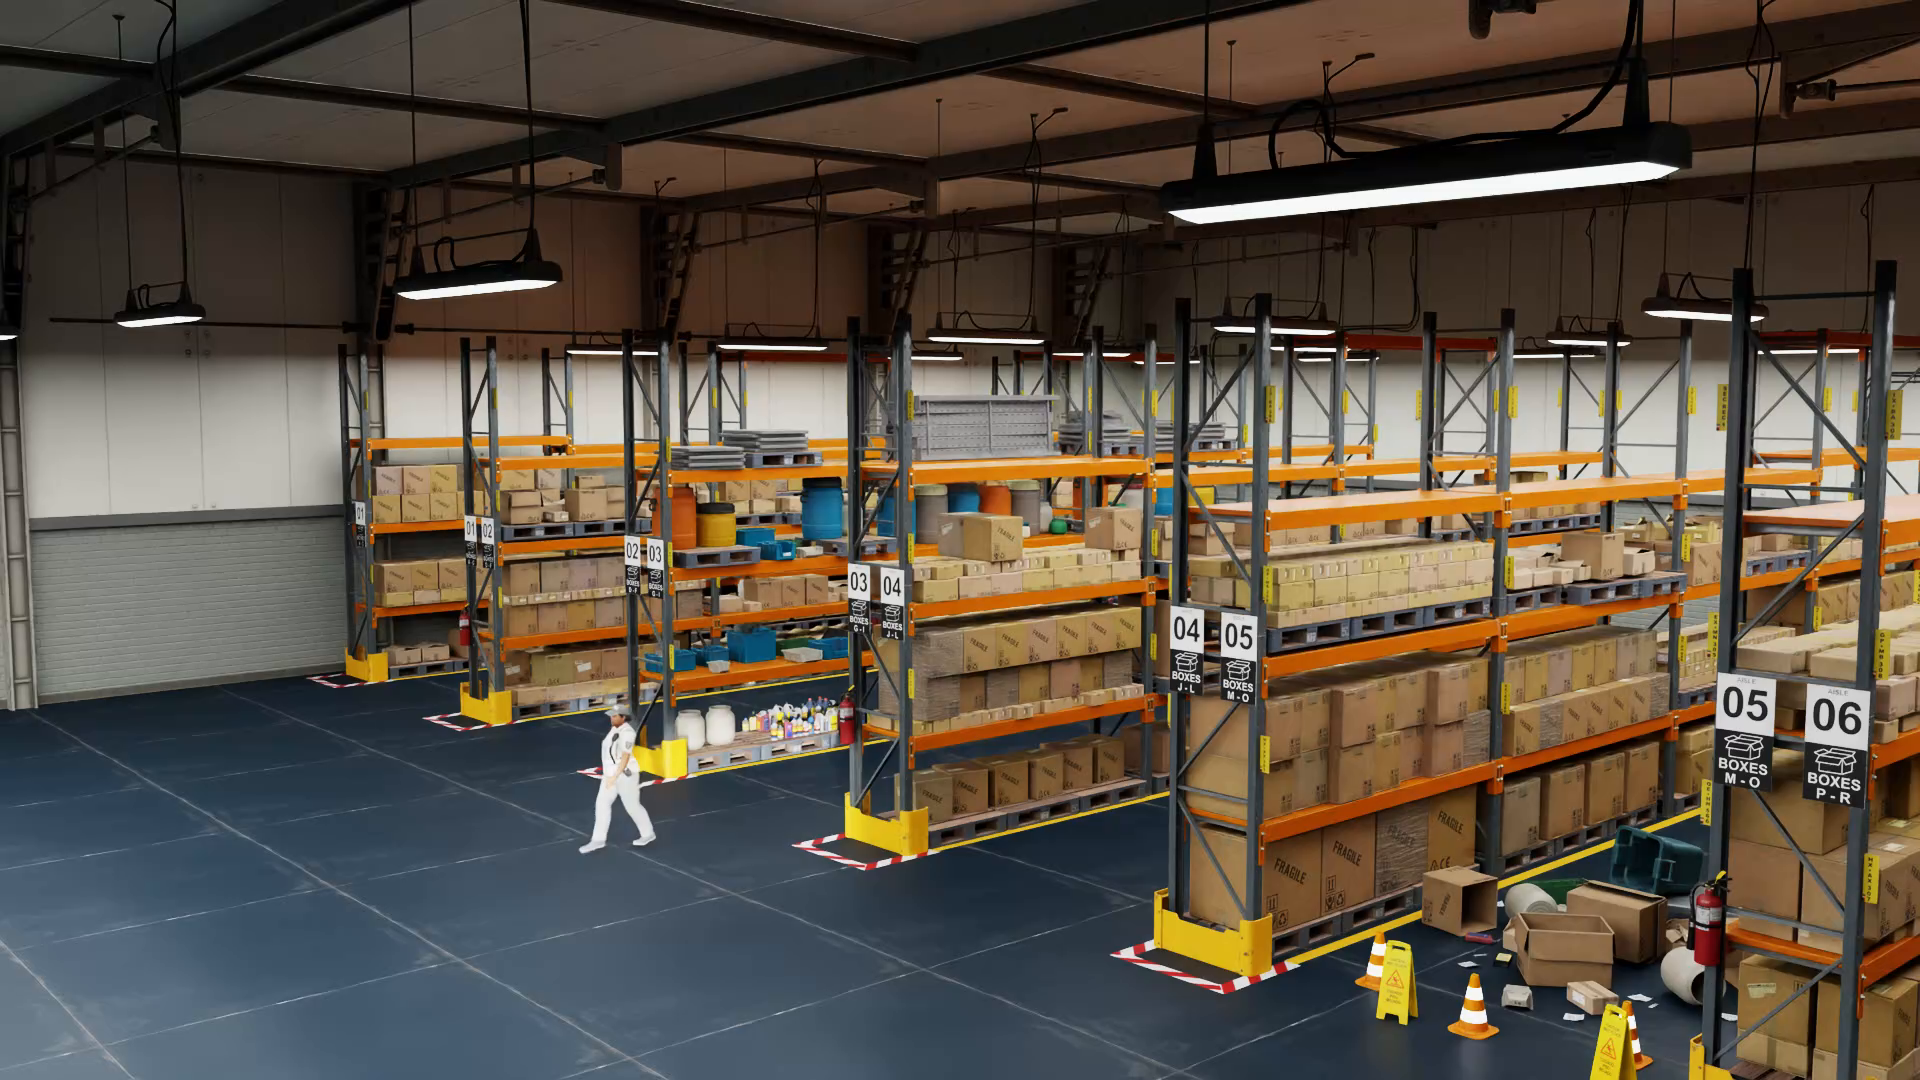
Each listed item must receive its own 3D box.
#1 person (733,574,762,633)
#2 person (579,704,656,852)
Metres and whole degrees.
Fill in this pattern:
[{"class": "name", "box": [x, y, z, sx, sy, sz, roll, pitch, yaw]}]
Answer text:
[{"class": "person", "box": [-4.249, 1.349, 32.760, 0.669, 1.695, 1.067, 4, 7, 39]}, {"class": "person", "box": [-3.862, 2.666, 18.740, 0.853, 1.645, 0.500, -4, 6, -38]}]
